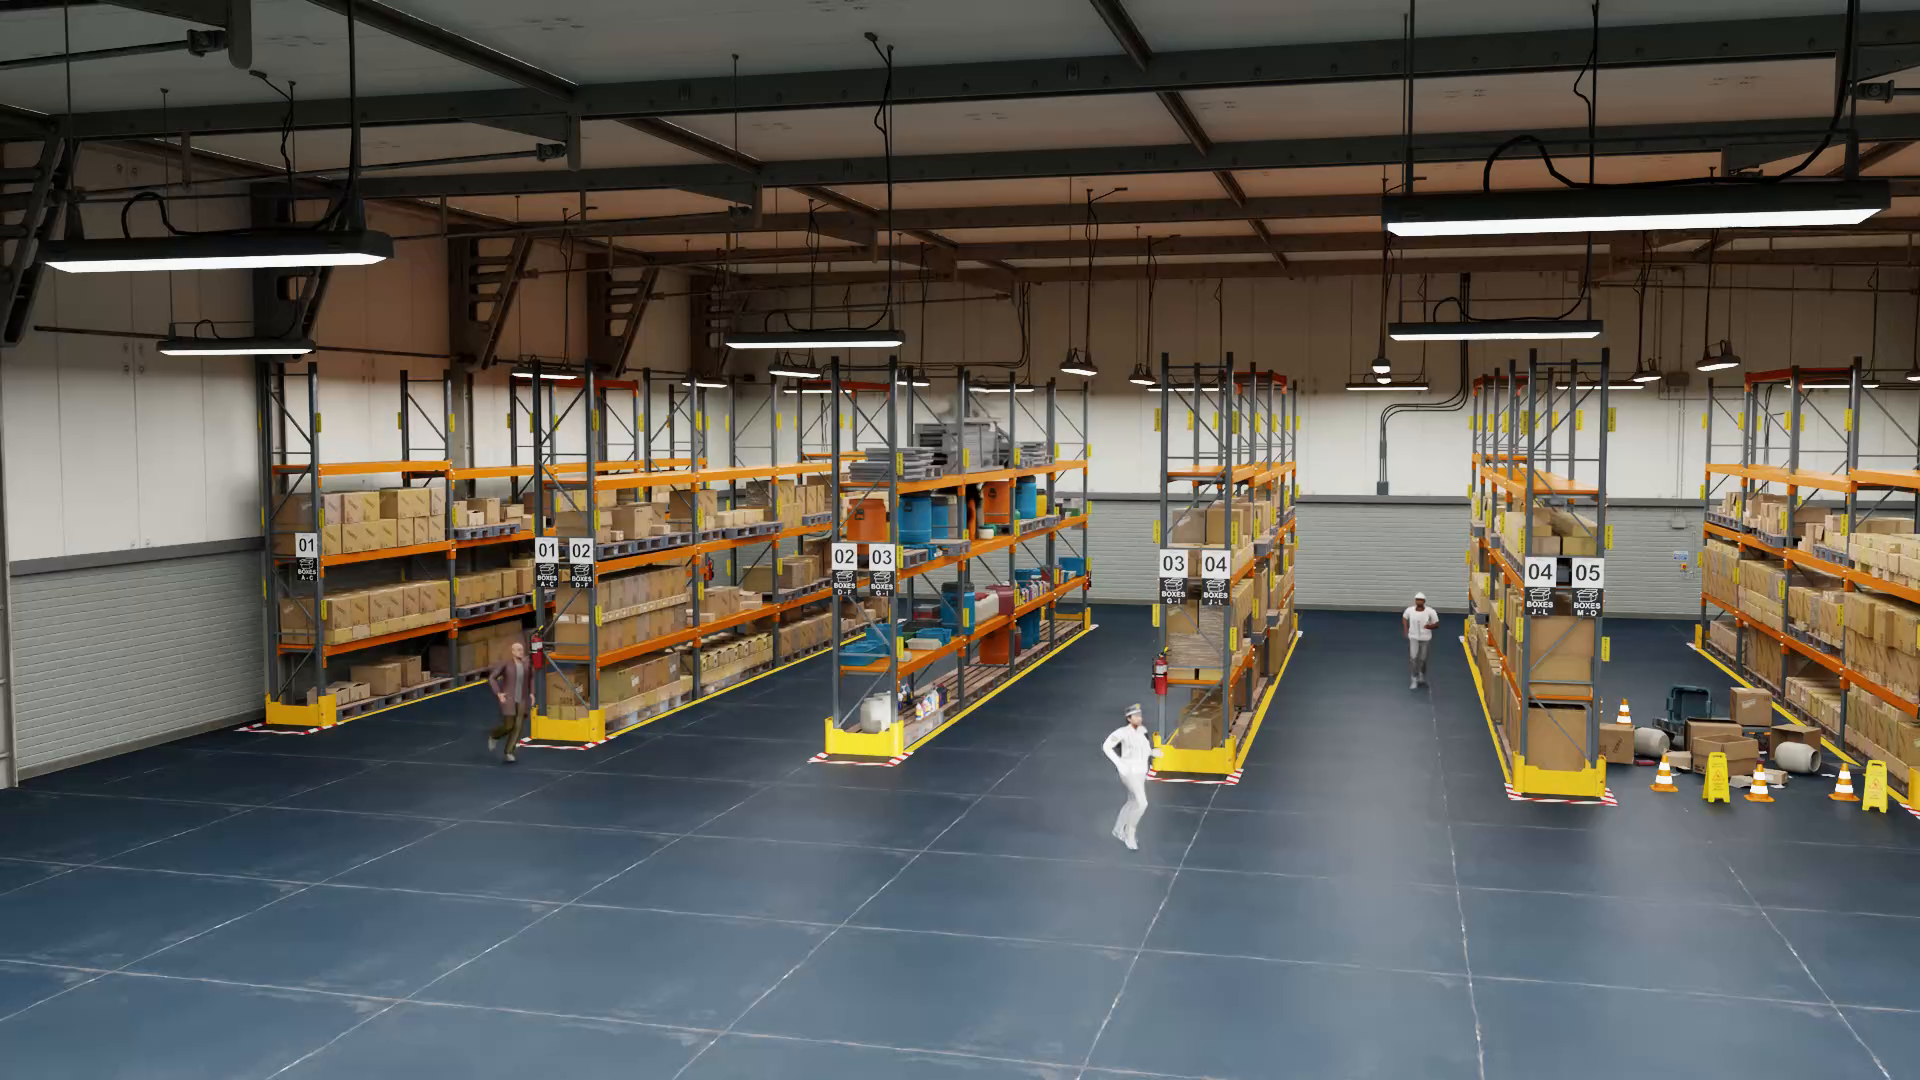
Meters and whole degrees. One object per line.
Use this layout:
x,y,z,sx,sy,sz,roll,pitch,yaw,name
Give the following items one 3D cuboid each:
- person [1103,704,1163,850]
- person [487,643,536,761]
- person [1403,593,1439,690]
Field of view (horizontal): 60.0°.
2.074,2.791,19.691,0.597,1.731,0.681,-4,6,-44,person
-6.649,2.399,24.859,0.762,1.703,0.763,-4,5,-42,person
8.736,1.895,31.560,0.680,1.800,0.839,1,4,18,person
